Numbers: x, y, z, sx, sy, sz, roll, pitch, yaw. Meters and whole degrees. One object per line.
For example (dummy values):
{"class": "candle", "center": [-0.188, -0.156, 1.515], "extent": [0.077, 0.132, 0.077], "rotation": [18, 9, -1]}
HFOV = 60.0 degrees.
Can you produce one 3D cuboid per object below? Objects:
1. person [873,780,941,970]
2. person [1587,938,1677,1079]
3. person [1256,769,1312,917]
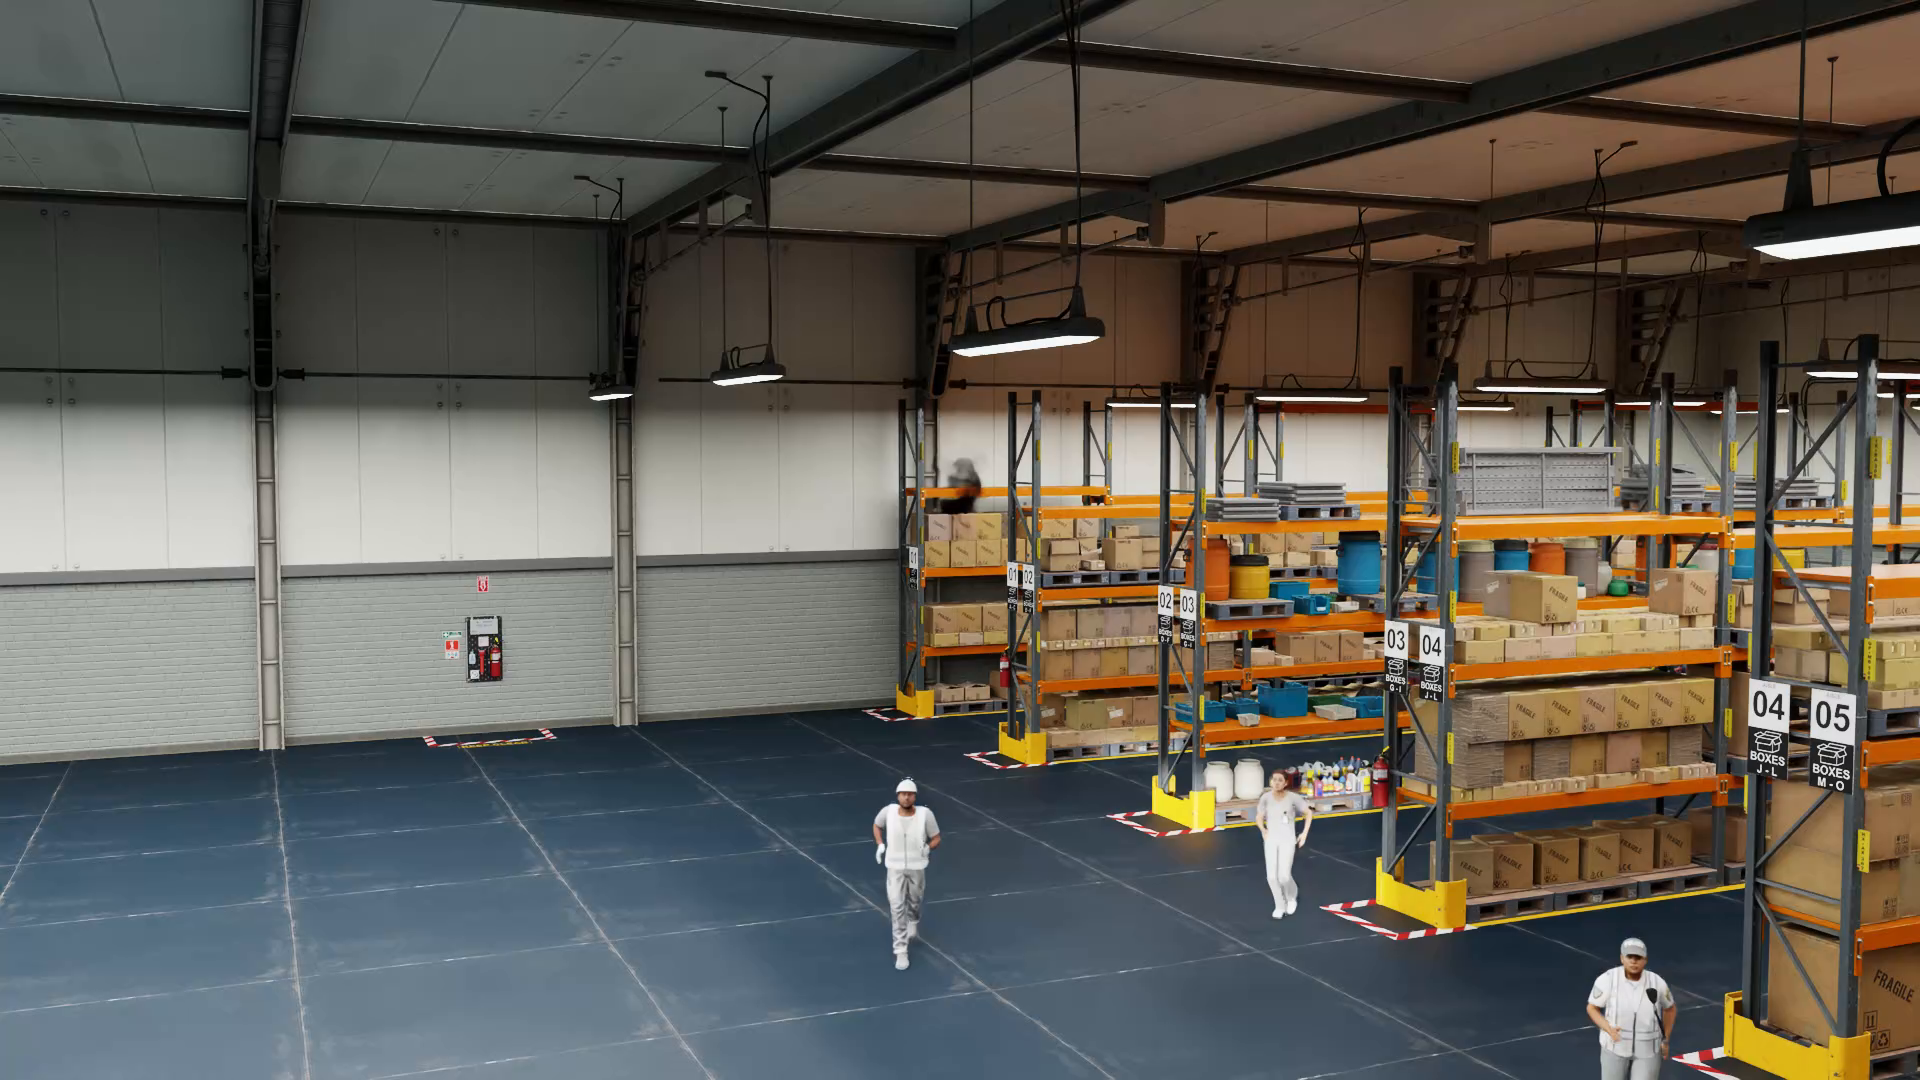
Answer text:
{"class": "person", "center": [-0.533, 3.289, 16.647], "extent": [0.682, 1.791, 0.943], "rotation": [0, 3, -1]}
{"class": "person", "center": [4.811, 3.647, 11.921], "extent": [0.608, 1.630, 0.687], "rotation": [1, 4, 18]}
{"class": "person", "center": [3.475, 3.289, 17.984], "extent": [0.582, 1.632, 0.566], "rotation": [2, 4, 25]}
